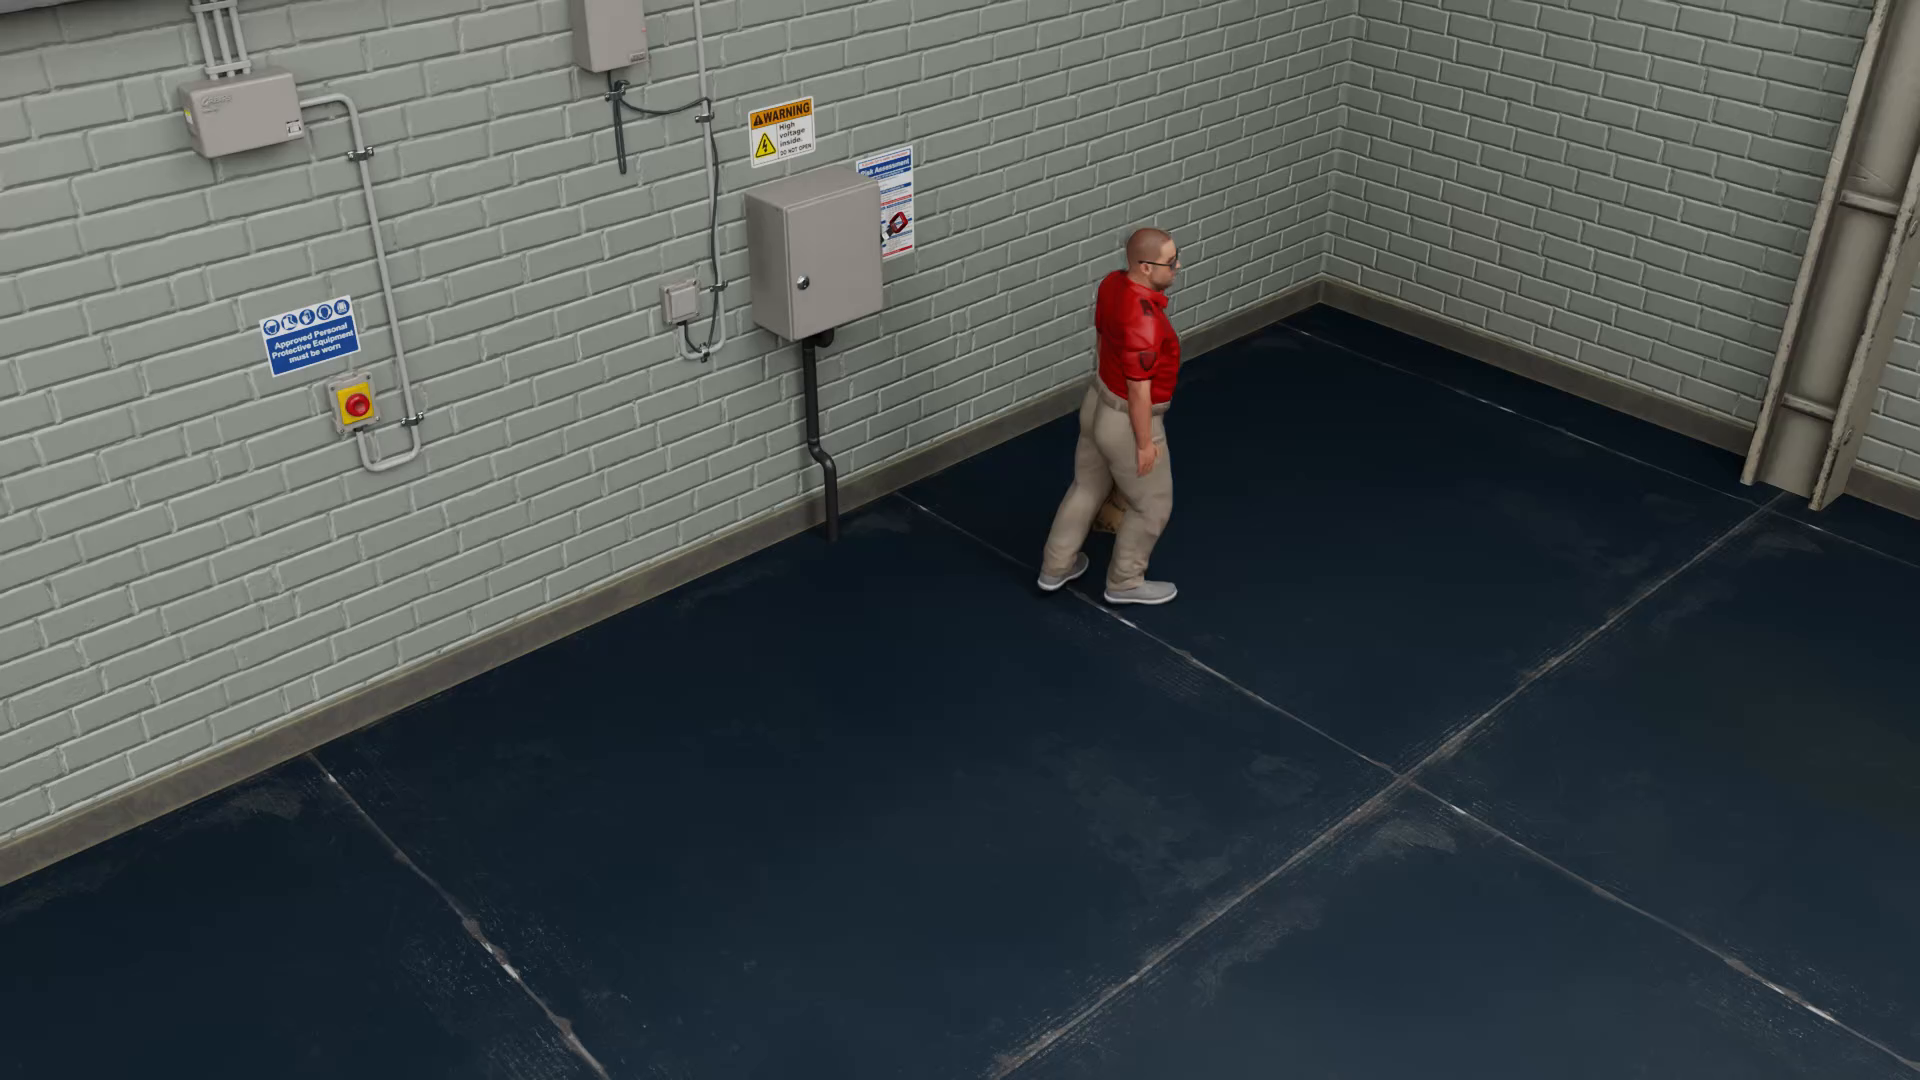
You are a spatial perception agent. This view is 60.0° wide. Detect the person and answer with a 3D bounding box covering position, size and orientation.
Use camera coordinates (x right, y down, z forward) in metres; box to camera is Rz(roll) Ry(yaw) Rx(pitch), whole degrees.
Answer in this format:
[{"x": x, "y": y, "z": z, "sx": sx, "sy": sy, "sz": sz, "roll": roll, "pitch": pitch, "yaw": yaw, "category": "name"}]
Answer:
[{"x": 0.656, "y": -0.488, "z": 6.952, "sx": 0.589, "sy": 1.710, "sz": 0.551, "roll": -9, "pitch": 33, "yaw": -14, "category": "person"}]
